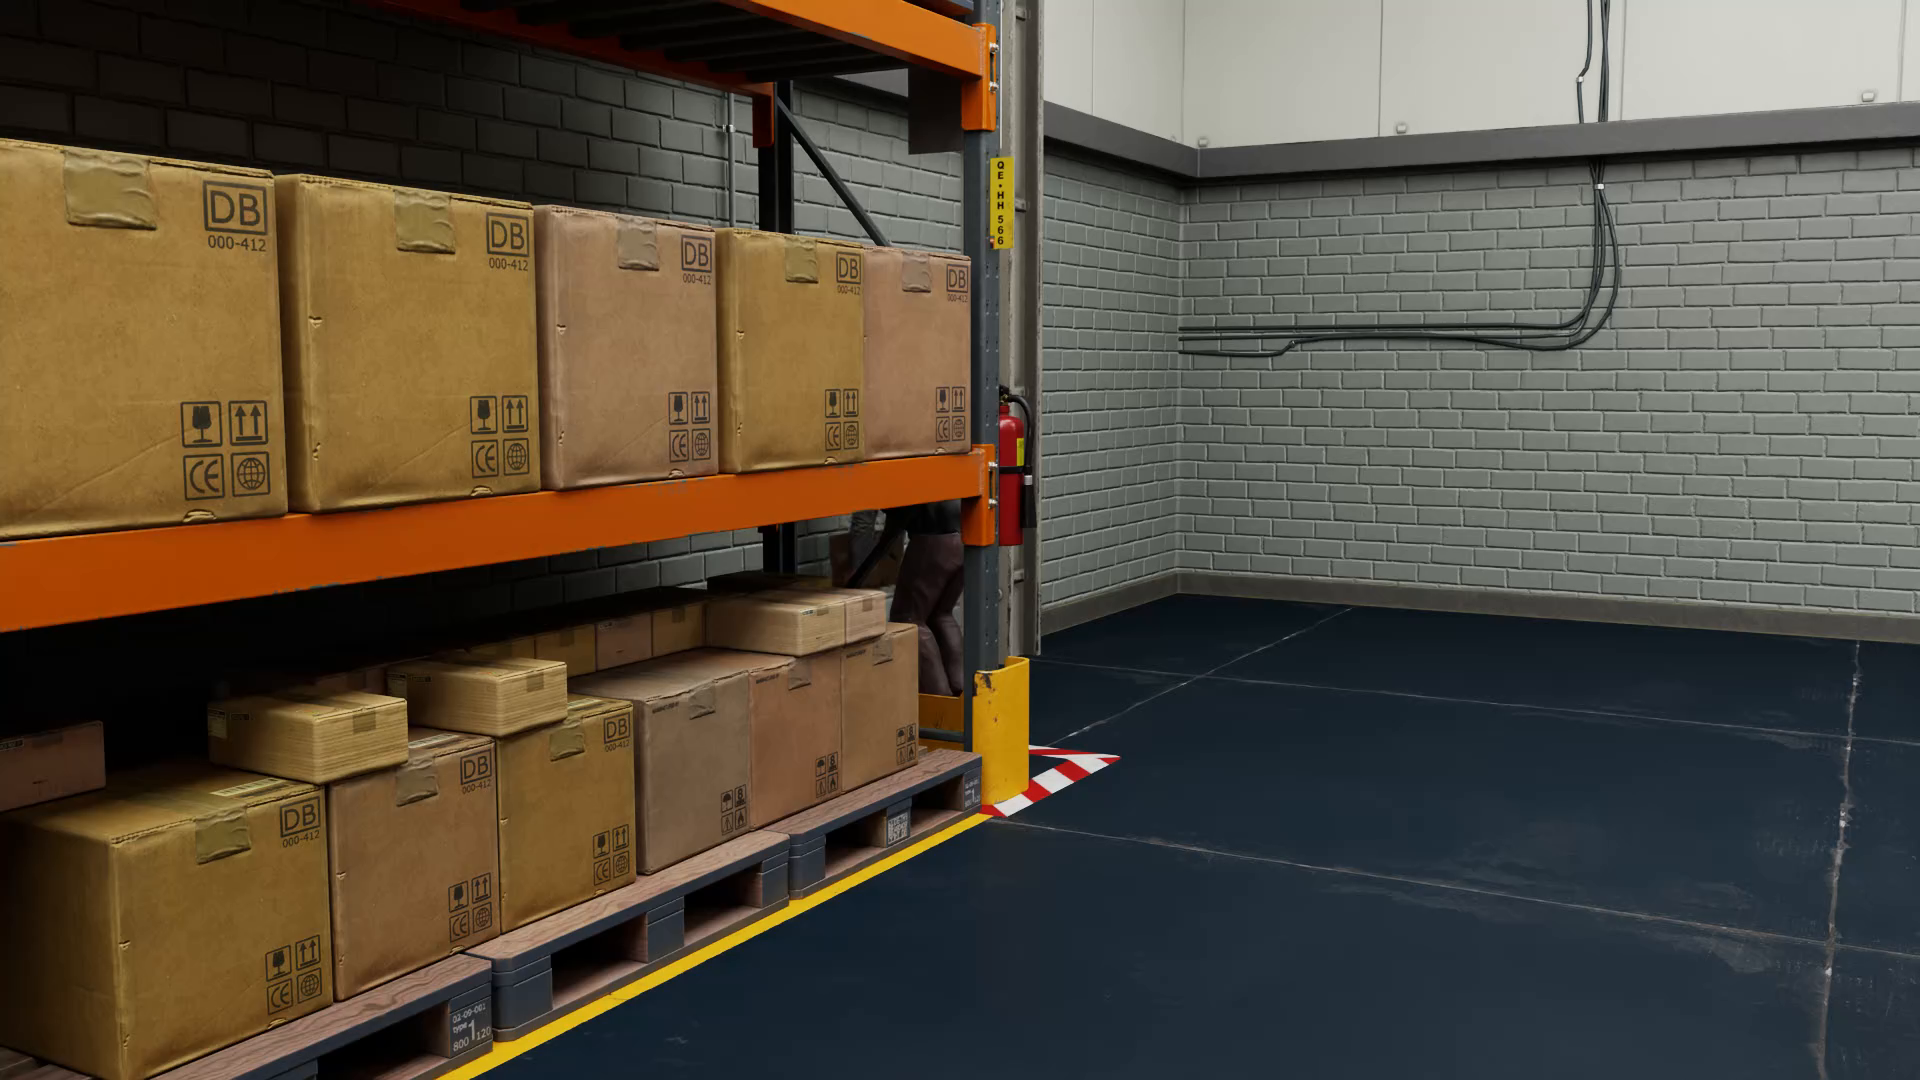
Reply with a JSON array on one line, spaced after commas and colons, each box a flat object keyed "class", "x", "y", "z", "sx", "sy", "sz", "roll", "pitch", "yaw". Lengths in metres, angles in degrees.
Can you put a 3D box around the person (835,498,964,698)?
[{"class": "person", "x": -0.267, "y": 0.088, "z": 7.591, "sx": 0.796, "sy": 1.480, "sz": 0.469, "roll": 3, "pitch": 6, "yaw": 25}]
